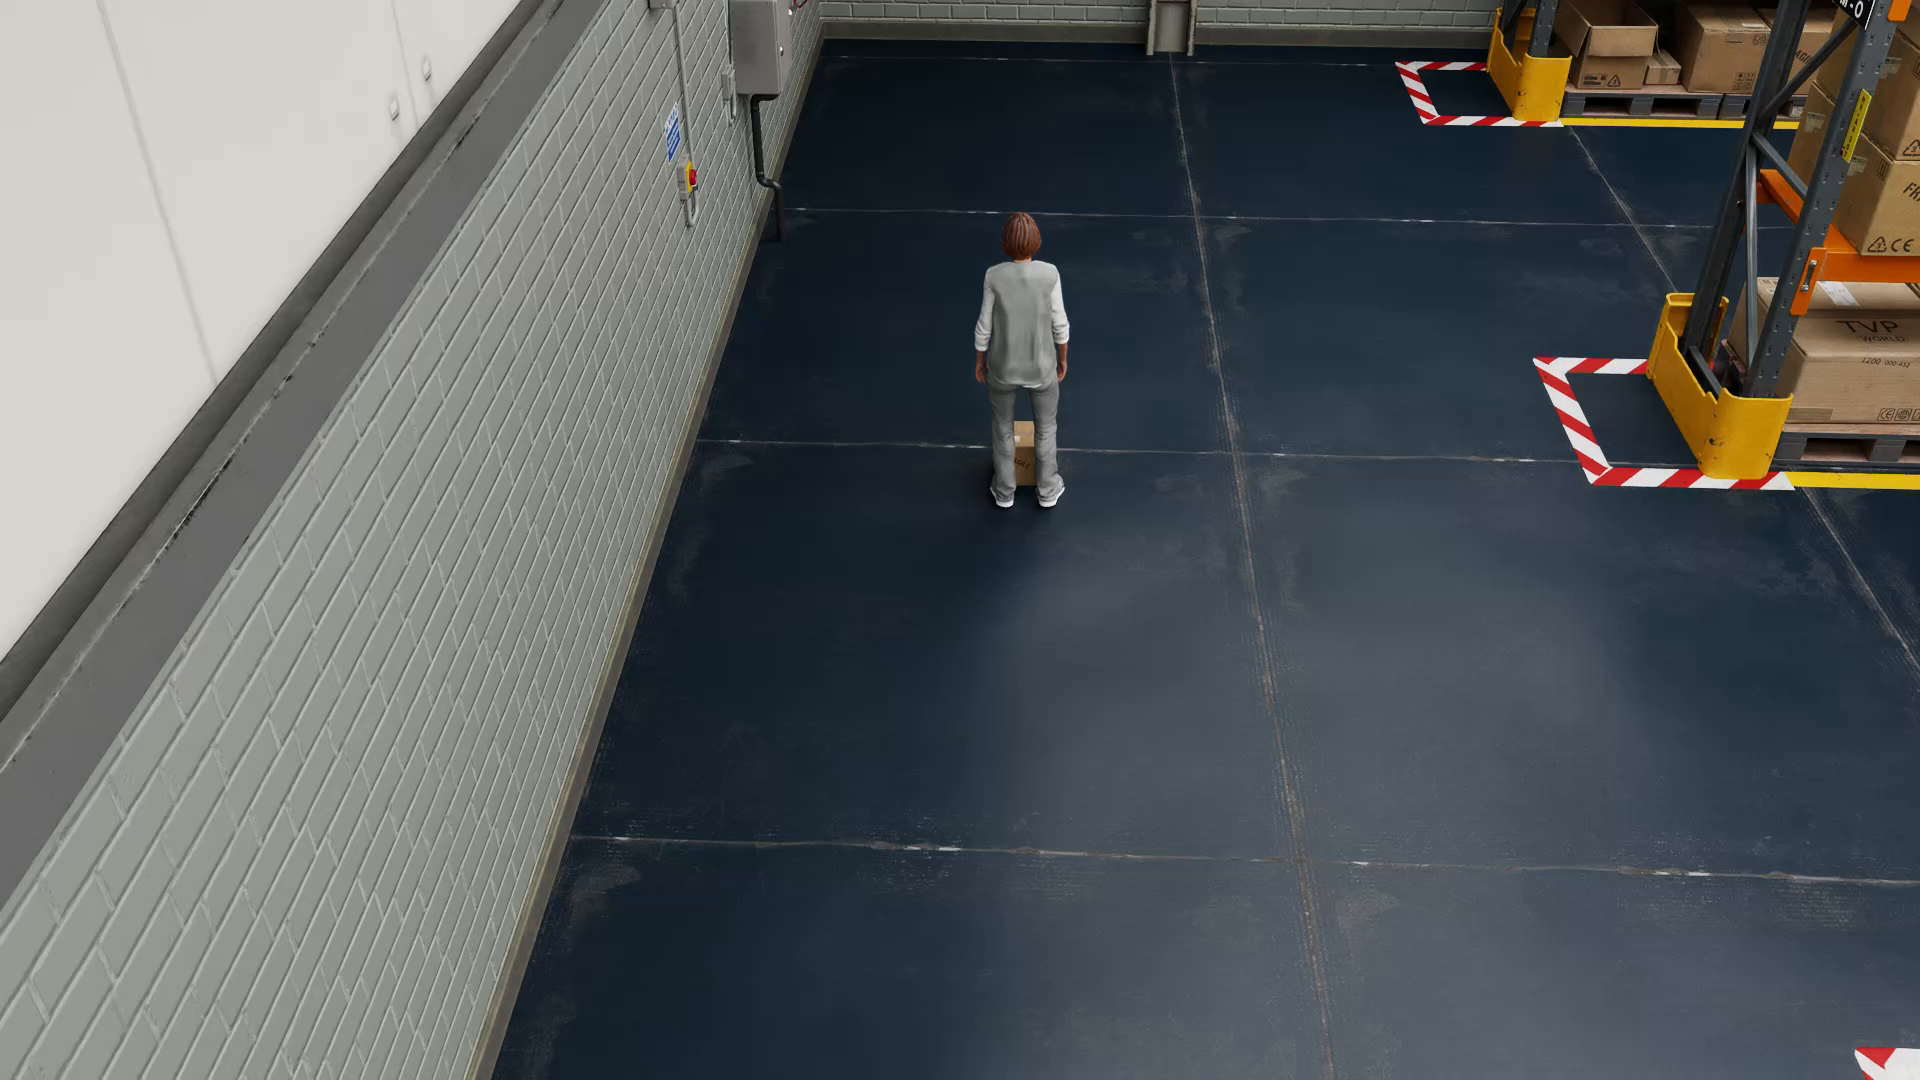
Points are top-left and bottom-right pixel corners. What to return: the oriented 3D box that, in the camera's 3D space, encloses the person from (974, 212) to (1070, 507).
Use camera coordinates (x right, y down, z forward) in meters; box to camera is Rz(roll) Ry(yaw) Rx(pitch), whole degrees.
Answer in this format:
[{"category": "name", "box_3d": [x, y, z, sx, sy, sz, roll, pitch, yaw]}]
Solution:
[{"category": "person", "box_3d": [0.312, -0.863, 8.302, 0.482, 1.593, 0.342, 0, 36, 0]}]
